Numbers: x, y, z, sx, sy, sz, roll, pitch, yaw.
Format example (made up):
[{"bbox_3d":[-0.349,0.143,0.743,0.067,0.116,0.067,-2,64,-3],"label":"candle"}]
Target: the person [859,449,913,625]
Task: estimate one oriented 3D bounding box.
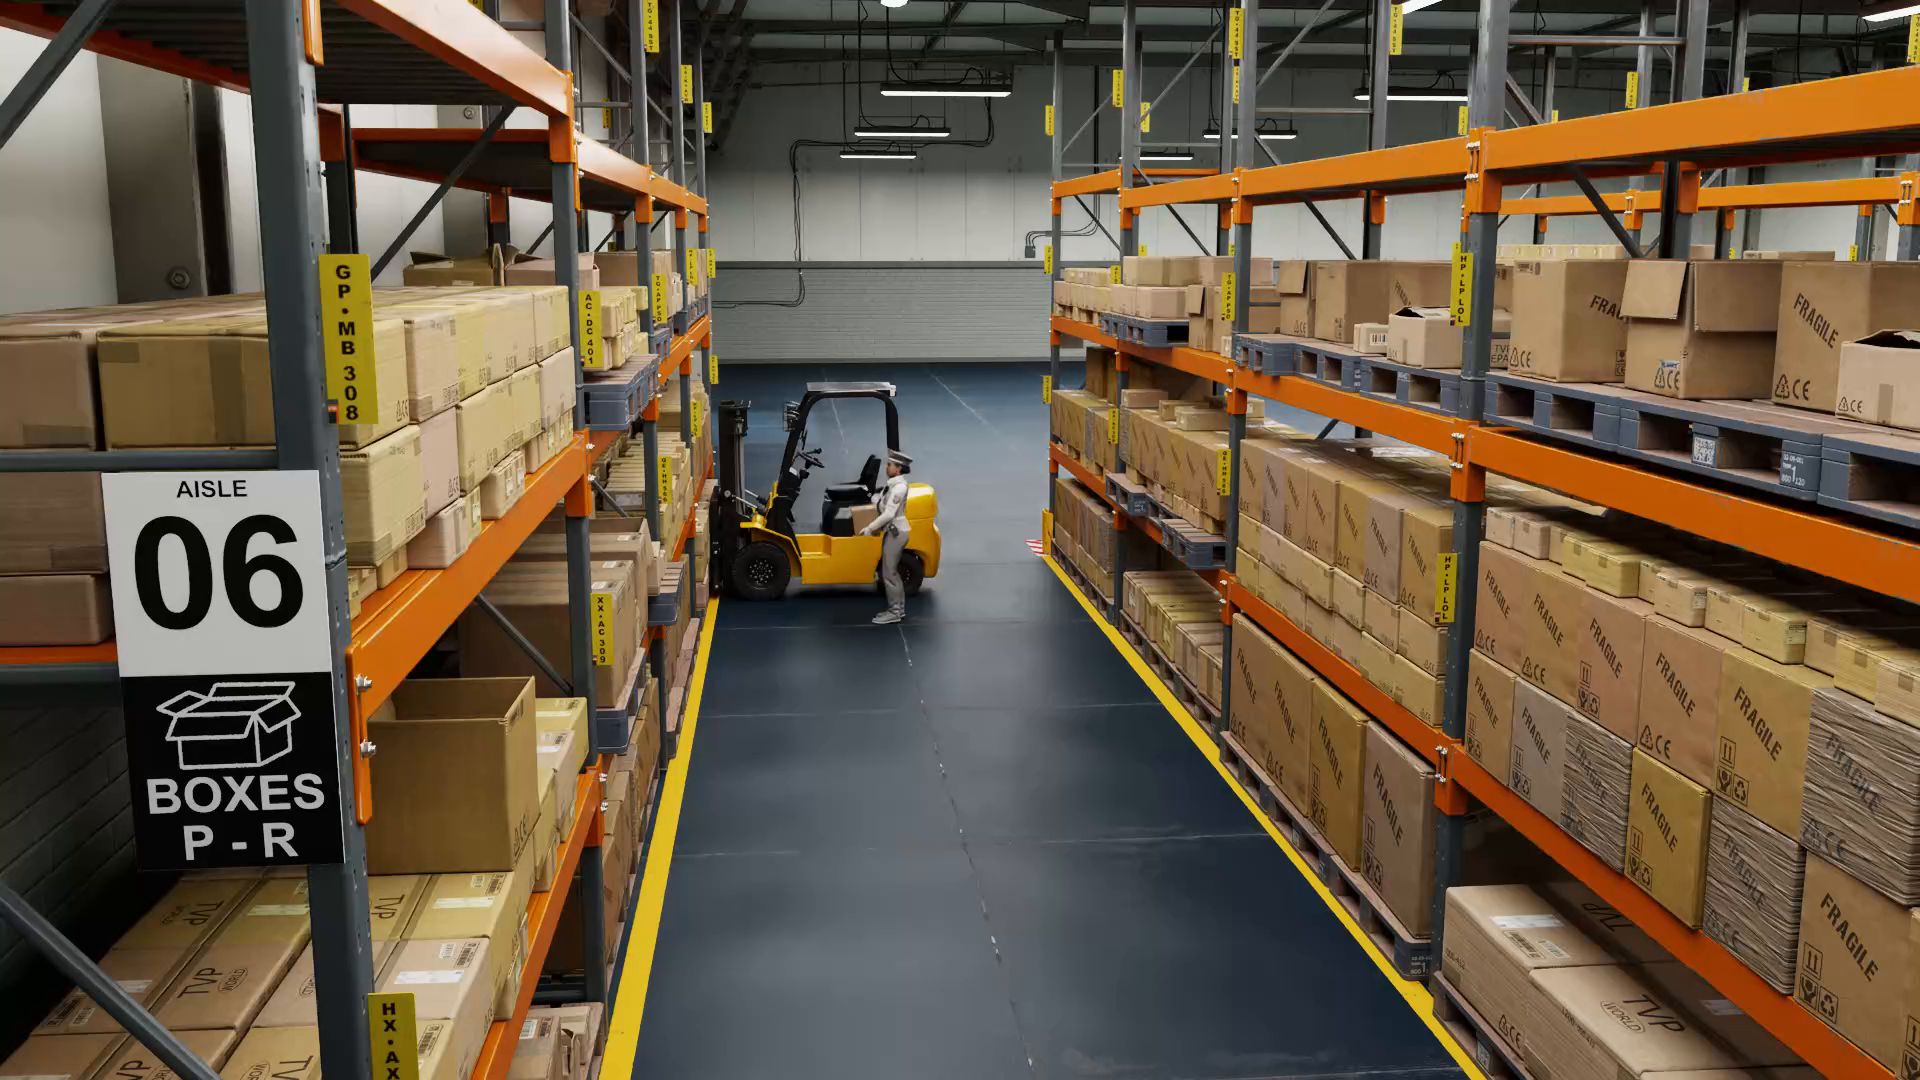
[{"bbox_3d":[-0.715,-0.039,16.061,0.532,1.690,0.459,-1,10,-6],"label":"person"}]
